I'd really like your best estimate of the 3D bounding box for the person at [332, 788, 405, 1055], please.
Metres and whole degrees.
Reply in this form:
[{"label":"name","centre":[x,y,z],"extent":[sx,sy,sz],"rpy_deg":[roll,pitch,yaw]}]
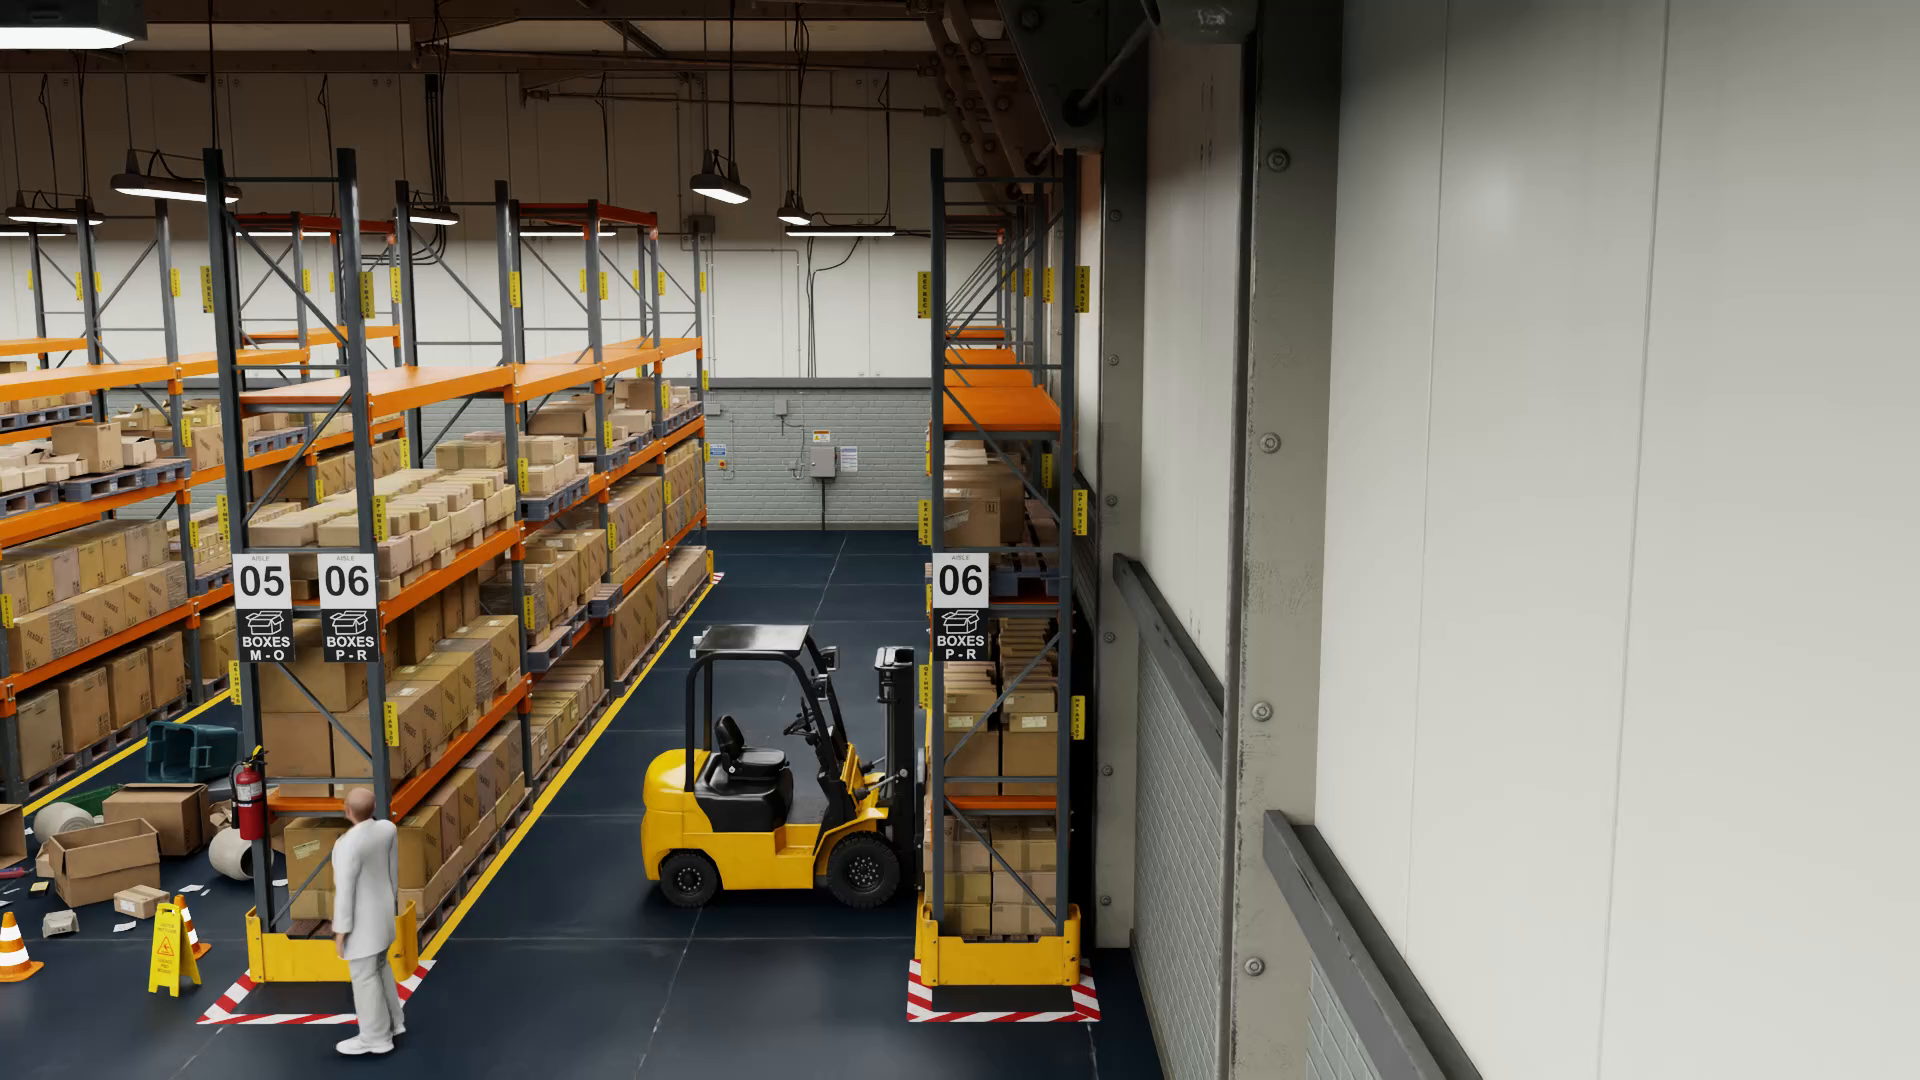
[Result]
[{"label":"person","centre":[-3.948,2.539,11.140],"extent":[0.419,1.826,0.728],"rpy_deg":[1,9,4]}]
